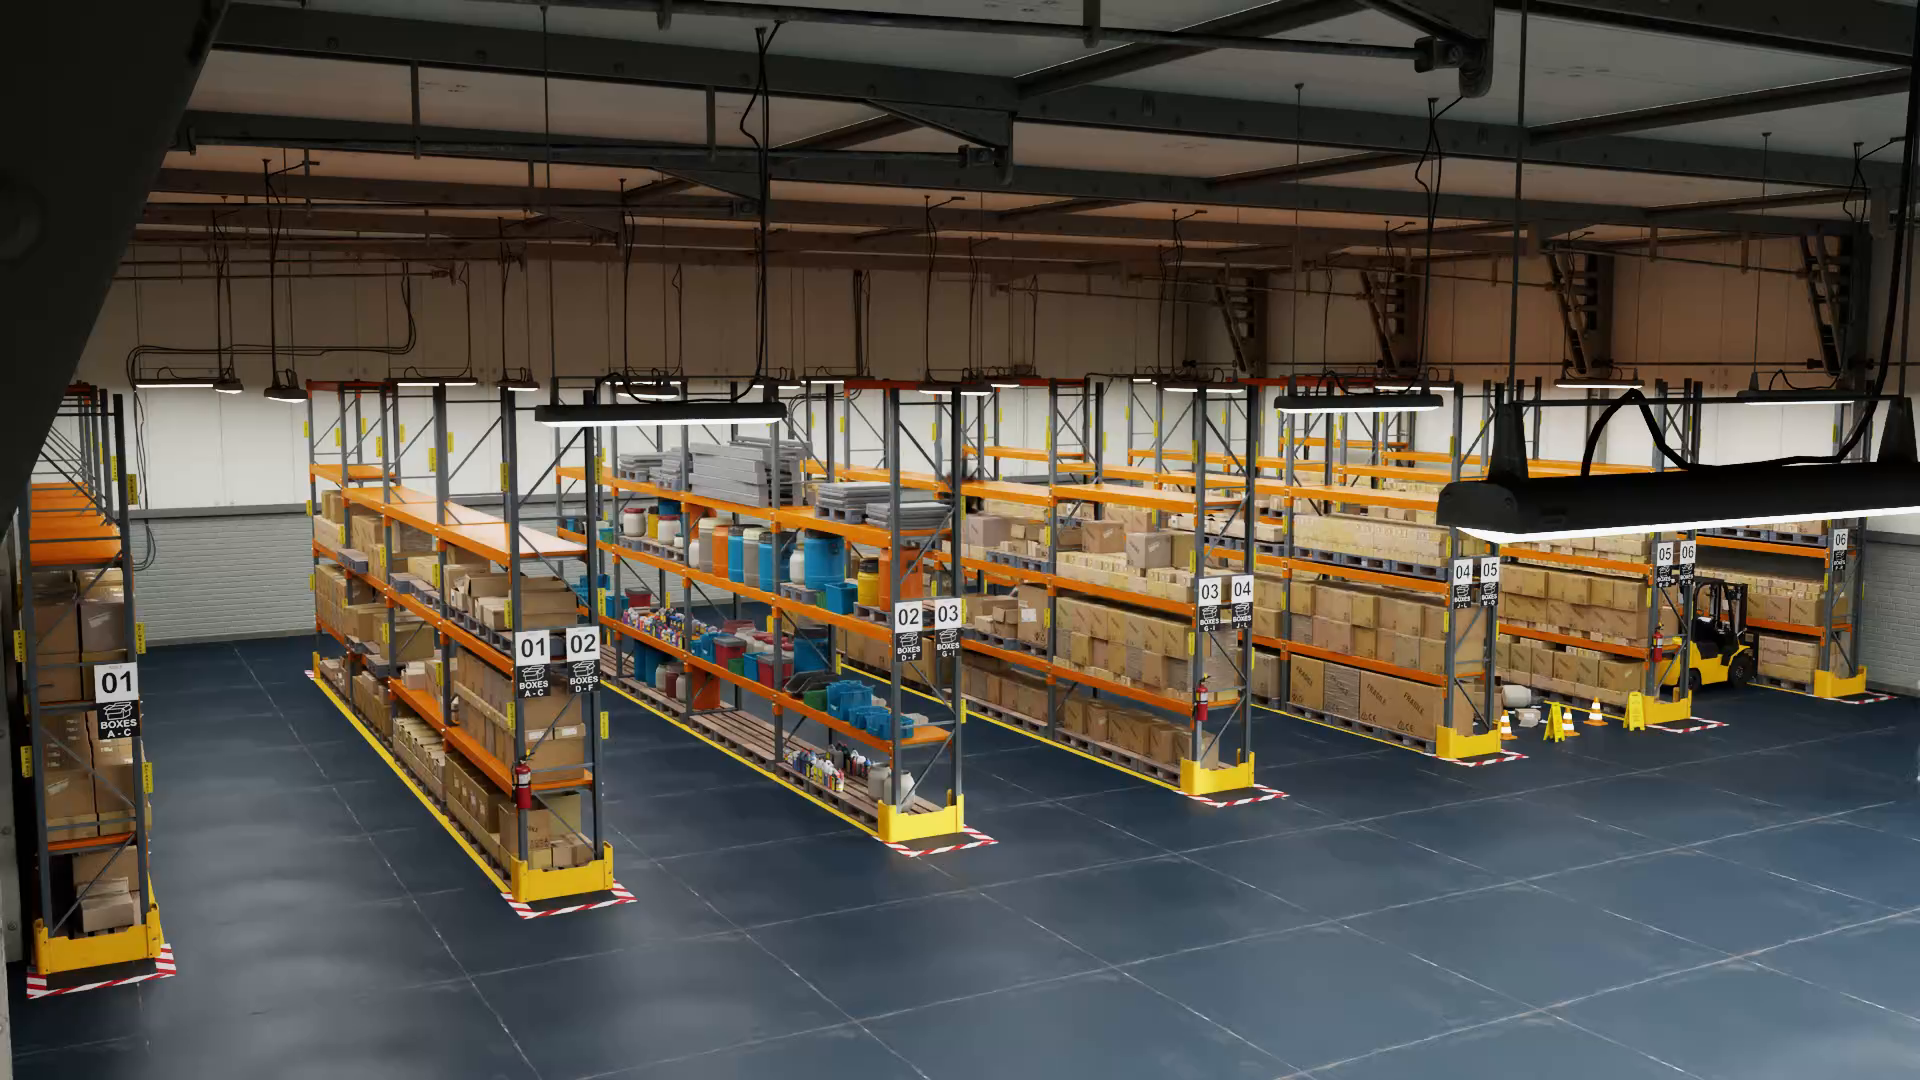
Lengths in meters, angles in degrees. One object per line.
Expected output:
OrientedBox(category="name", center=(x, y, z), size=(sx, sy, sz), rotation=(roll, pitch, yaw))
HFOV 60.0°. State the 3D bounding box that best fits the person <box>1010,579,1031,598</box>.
OrientedBox(category="person", center=(1.403, 1.537, 35.508), size=(0.533, 1.692, 0.750), rotation=(-3, 7, -29))
